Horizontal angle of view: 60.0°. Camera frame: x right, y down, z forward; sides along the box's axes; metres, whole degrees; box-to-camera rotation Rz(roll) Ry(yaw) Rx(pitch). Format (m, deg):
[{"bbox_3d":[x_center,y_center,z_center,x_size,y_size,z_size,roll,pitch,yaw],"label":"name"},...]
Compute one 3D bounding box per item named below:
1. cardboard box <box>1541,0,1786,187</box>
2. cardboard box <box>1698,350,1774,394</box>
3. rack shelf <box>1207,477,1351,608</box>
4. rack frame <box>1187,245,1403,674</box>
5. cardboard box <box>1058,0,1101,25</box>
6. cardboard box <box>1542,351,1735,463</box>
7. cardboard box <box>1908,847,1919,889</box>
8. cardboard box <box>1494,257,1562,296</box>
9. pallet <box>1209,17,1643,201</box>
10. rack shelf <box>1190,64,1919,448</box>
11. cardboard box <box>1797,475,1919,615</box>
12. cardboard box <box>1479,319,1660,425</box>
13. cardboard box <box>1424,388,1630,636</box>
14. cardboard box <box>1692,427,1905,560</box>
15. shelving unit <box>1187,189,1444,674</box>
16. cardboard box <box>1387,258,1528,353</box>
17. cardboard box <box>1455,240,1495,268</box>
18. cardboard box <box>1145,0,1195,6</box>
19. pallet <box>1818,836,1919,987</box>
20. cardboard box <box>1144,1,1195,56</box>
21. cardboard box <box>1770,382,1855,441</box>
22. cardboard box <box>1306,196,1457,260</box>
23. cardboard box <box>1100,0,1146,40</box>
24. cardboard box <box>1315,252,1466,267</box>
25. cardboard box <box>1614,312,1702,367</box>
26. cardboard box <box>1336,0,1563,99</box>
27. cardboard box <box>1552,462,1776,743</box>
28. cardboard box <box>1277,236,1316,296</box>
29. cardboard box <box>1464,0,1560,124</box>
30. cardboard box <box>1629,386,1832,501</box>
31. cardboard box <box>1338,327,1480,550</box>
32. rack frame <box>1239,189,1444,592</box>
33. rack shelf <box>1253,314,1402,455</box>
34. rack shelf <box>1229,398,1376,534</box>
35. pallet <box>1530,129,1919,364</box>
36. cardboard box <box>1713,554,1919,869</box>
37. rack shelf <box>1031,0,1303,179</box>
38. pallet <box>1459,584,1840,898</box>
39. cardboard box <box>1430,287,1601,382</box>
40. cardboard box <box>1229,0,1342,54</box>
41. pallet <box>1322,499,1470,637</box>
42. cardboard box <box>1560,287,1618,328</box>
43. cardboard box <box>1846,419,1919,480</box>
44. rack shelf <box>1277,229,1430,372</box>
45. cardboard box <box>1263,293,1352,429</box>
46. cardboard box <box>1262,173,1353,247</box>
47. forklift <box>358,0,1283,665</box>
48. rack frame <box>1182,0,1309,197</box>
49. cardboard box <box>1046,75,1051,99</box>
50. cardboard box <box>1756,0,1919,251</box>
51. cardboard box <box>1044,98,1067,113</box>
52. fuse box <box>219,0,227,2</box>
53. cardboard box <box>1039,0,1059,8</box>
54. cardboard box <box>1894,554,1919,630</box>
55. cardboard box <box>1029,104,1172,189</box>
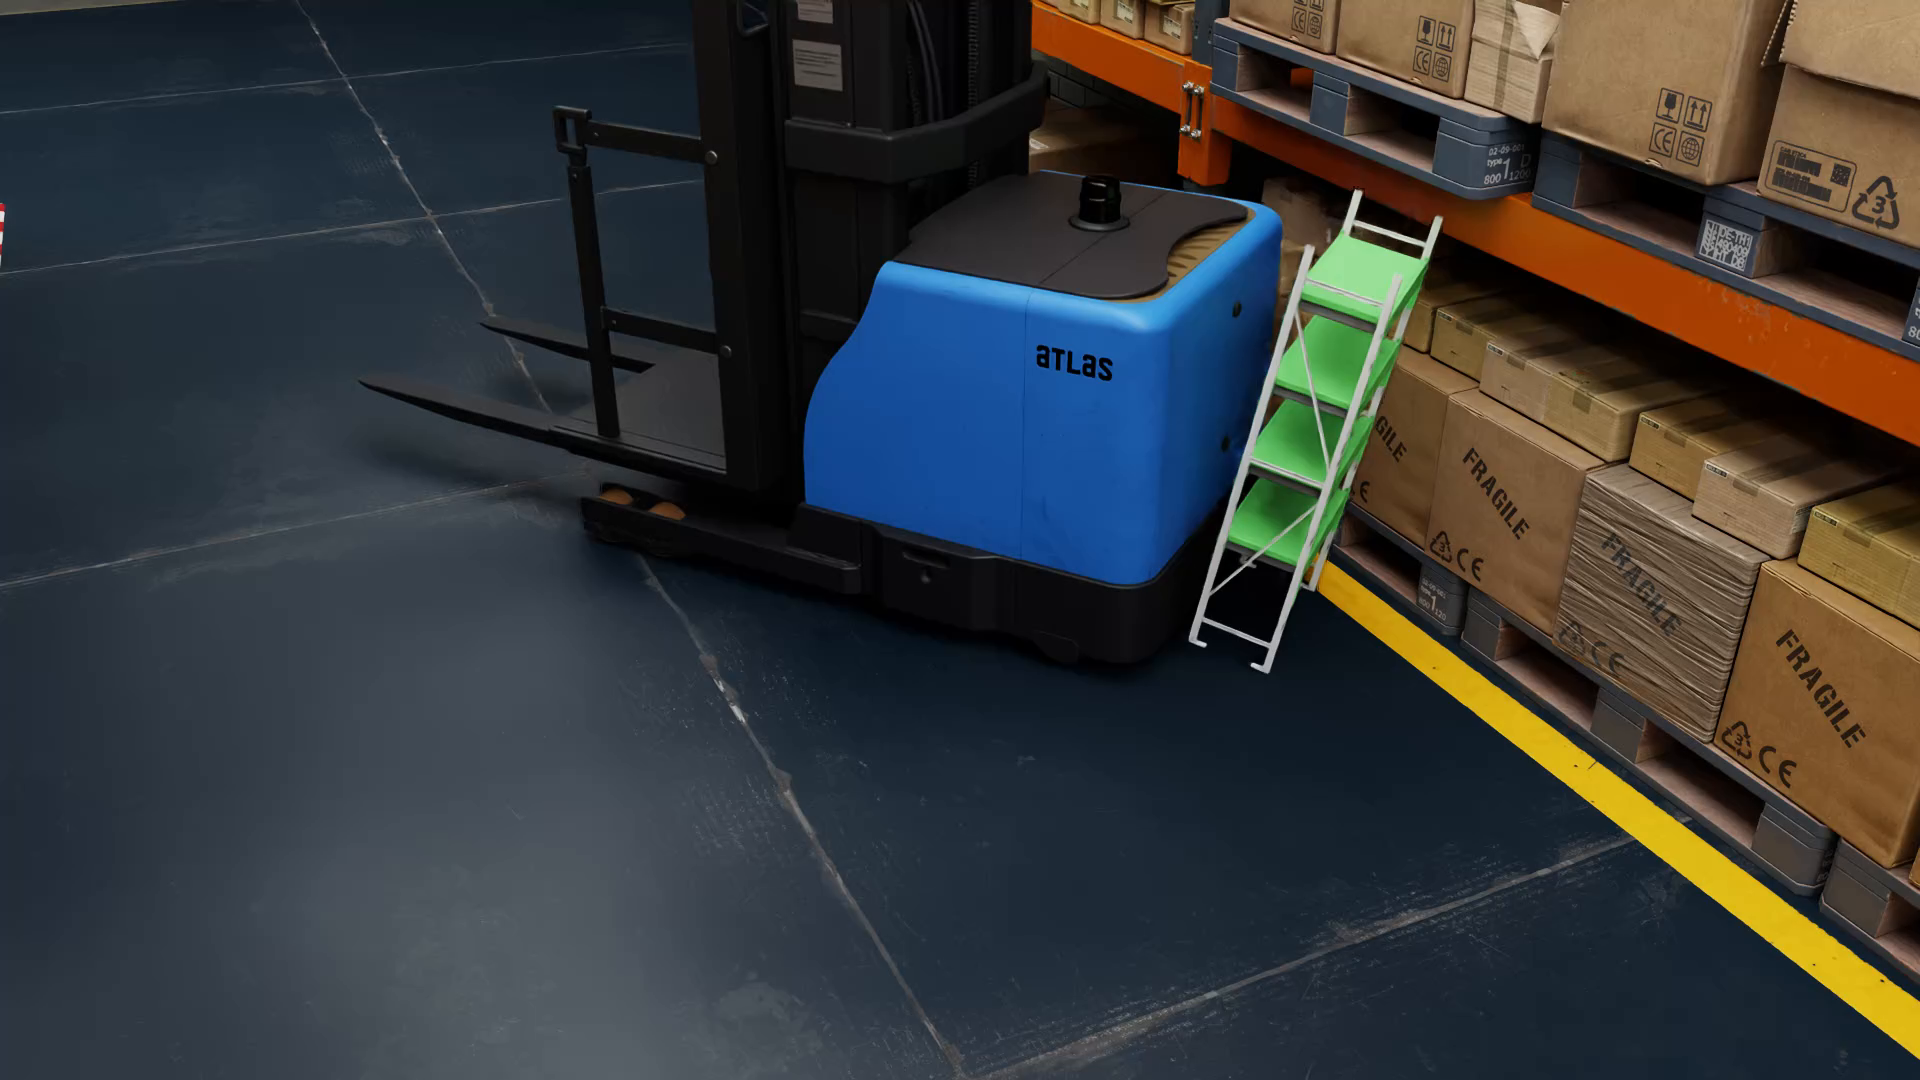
[{"bbox_3d":[1.769,-1.138,3.681,0.700,0.500,0.500,-13,32,-22],"label":"cardboard box"},{"bbox_3d":[2.217,-0.458,4.464,0.380,0.149,0.250,-13,32,-21],"label":"cardboard box"},{"bbox_3d":[0.897,-0.028,4.649,0.258,0.148,0.480,22,35,16],"label":"rack shelf"},{"bbox_3d":[0.842,-0.171,4.291,0.240,1.200,0.015,22,35,16],"label":"rack frame"},{"bbox_3d":[0.575,-1.946,5.910,0.380,0.149,0.250,-12,32,-21],"label":"cardboard box"},{"bbox_3d":[1.735,-0.345,4.262,0.380,0.149,0.250,-12,31,-20],"label":"cardboard box"},{"bbox_3d":[2.341,0.562,3.308,0.500,0.500,0.500,-14,32,-23],"label":"cardboard box"},{"bbox_3d":[1.853,-0.800,5.074,0.380,0.149,0.250,-13,32,-21],"label":"cardboard box"},{"bbox_3d":[1.449,-1.288,4.676,1.003,0.211,1.213,-13,32,-22],"label":"pallet"},{"bbox_3d":[2.063,-0.550,3.900,1.077,0.370,4.000,-13,32,-22],"label":"rack shelf"},{"bbox_3d":[2.083,0.003,3.641,0.380,0.149,0.250,-14,32,-23],"label":"cardboard box"},{"bbox_3d":[1.631,-0.455,4.458,0.380,0.149,0.250,-13,32,-22],"label":"cardboard box"},{"bbox_3d":[1.657,-0.125,4.532,0.500,0.500,0.500,-14,32,-23],"label":"cardboard box"},{"bbox_3d":[1.937,-0.113,3.847,0.380,0.149,0.250,-15,32,-24],"label":"cardboard box"},{"bbox_3d":[0.946,-0.278,4.484,0.258,1.200,0.503,22,35,16],"label":"shelving unit"},{"bbox_3d":[1.428,-0.692,4.880,0.380,0.149,0.250,-15,33,-25],"label":"cardboard box"},{"bbox_3d":[1.741,-0.906,5.262,0.380,0.149,0.250,-13,32,-22],"label":"cardboard box"},{"bbox_3d":[0.766,-1.985,5.573,0.500,0.250,0.500,-12,32,-21],"label":"cardboard box"},{"bbox_3d":[2.635,0.898,3.432,1.003,0.211,1.213,-13,32,-22],"label":"pallet"},{"bbox_3d":[0.840,-1.726,5.517,0.380,0.149,0.250,-13,32,-21],"label":"cardboard box"},{"bbox_3d":[2.298,-0.340,4.253,0.380,0.149,0.250,-14,32,-24],"label":"cardboard box"},{"bbox_3d":[1.273,-0.934,5.007,0.380,0.149,0.250,-15,32,-24],"label":"cardboard box"},{"bbox_3d":[0.708,-1.836,5.714,0.380,0.149,0.250,-12,32,-21],"label":"cardboard box"},{"bbox_3d":[1.307,-0.803,5.078,0.380,0.149,0.250,-14,32,-23],"label":"cardboard box"},{"bbox_3d":[2.056,-0.560,4.645,0.380,0.149,0.250,-12,32,-21],"label":"cardboard box"},{"bbox_3d":[1.433,-1.485,4.299,0.700,0.500,0.500,-13,32,-21],"label":"cardboard box"},{"bbox_3d":[1.874,0.106,4.121,0.500,0.500,0.500,-14,32,-24],"label":"cardboard box"},{"bbox_3d":[1.118,-0.909,5.267,0.380,0.149,0.250,-12,31,-20],"label":"cardboard box"},{"bbox_3d":[1.454,-1.178,3.991,0.396,0.266,0.258,-12,31,-20],"label":"cardboard box"},{"bbox_3d":[1.878,-0.232,4.060,0.380,0.149,0.250,-13,32,-22],"label":"cardboard box"},{"bbox_3d":[1.446,-0.346,4.927,0.500,0.500,0.500,-14,32,-23],"label":"cardboard box"},{"bbox_3d":[1.050,-0.385,4.677,0.240,1.200,0.015,22,35,16],"label":"rack frame"},{"bbox_3d":[0.975,-0.423,4.388,0.258,0.148,0.480,22,35,16],"label":"rack shelf"},{"bbox_3d":[0.936,-0.226,4.518,0.258,0.148,0.480,22,35,16],"label":"rack shelf"},{"bbox_3d":[2.083,-0.755,3.725,1.003,0.211,1.213,-13,32,-22],"label":"pallet"},{"bbox_3d":[2.114,0.331,3.719,0.500,0.500,0.500,-12,31,-20],"label":"cardboard box"},{"bbox_3d":[0.346,-2.317,7.051,1.077,0.370,4.000,-13,32,-22],"label":"rack shelf"},{"bbox_3d":[2.116,0.360,4.392,1.003,0.211,1.213,-13,32,-22],"label":"pallet"},{"bbox_3d":[1.557,-0.573,4.669,0.380,0.149,0.250,-14,32,-23],"label":"cardboard box"},{"bbox_3d":[1.210,-1.713,4.707,0.700,0.500,0.500,-12,32,-21],"label":"cardboard box"},{"bbox_3d":[1.588,-0.180,5.355,1.003,0.211,1.213,-13,32,-22],"label":"pallet"},{"bbox_3d":[1.987,-0.693,4.882,0.380,0.149,0.250,-15,32,-24],"label":"cardboard box"},{"bbox_3d":[2.376,-0.212,4.024,0.380,0.149,0.250,-13,32,-22],"label":"cardboard box"},{"bbox_3d":[1.014,-0.621,4.257,0.258,0.148,0.480,22,35,16],"label":"rack shelf"},{"bbox_3d":[1.209,-0.579,5.343,0.500,0.500,0.500,-12,31,-20],"label":"cardboard box"},{"bbox_3d":[1.173,-1.051,5.217,0.380,0.149,0.250,-14,32,-23],"label":"cardboard box"},{"bbox_3d":[-0.605,-1.436,4.815,3.031,2.935,1.130,15,32,24],"label":"forklift"},{"bbox_3d":[1.205,-1.747,5.299,1.000,3.000,0.127,-13,32,-22],"label":"rack frame"},{"bbox_3d":[-0.004,-1.931,7.754,0.700,0.500,0.500,-12,31,-20],"label":"cardboard box"},{"bbox_3d":[2.054,-0.891,3.237,0.797,0.503,0.637,-14,32,-23],"label":"cardboard box"},{"bbox_3d":[0.133,-1.677,7.300,0.500,0.500,0.500,-12,32,-21],"label":"cardboard box"},{"bbox_3d":[-5.476,-4.771,12.009,0.539,1.711,0.414,-13,32,-22],"label":"fuse box"},{"bbox_3d":[0.487,-2.067,6.127,0.380,0.149,0.250,-12,32,-21],"label":"cardboard box"},{"bbox_3d":[2.190,0.113,3.445,0.380,0.149,0.250,-12,31,-21],"label":"cardboard box"},{"bbox_3d":[0.442,-1.473,6.936,0.700,0.500,0.500,-14,32,-24],"label":"cardboard box"}]
